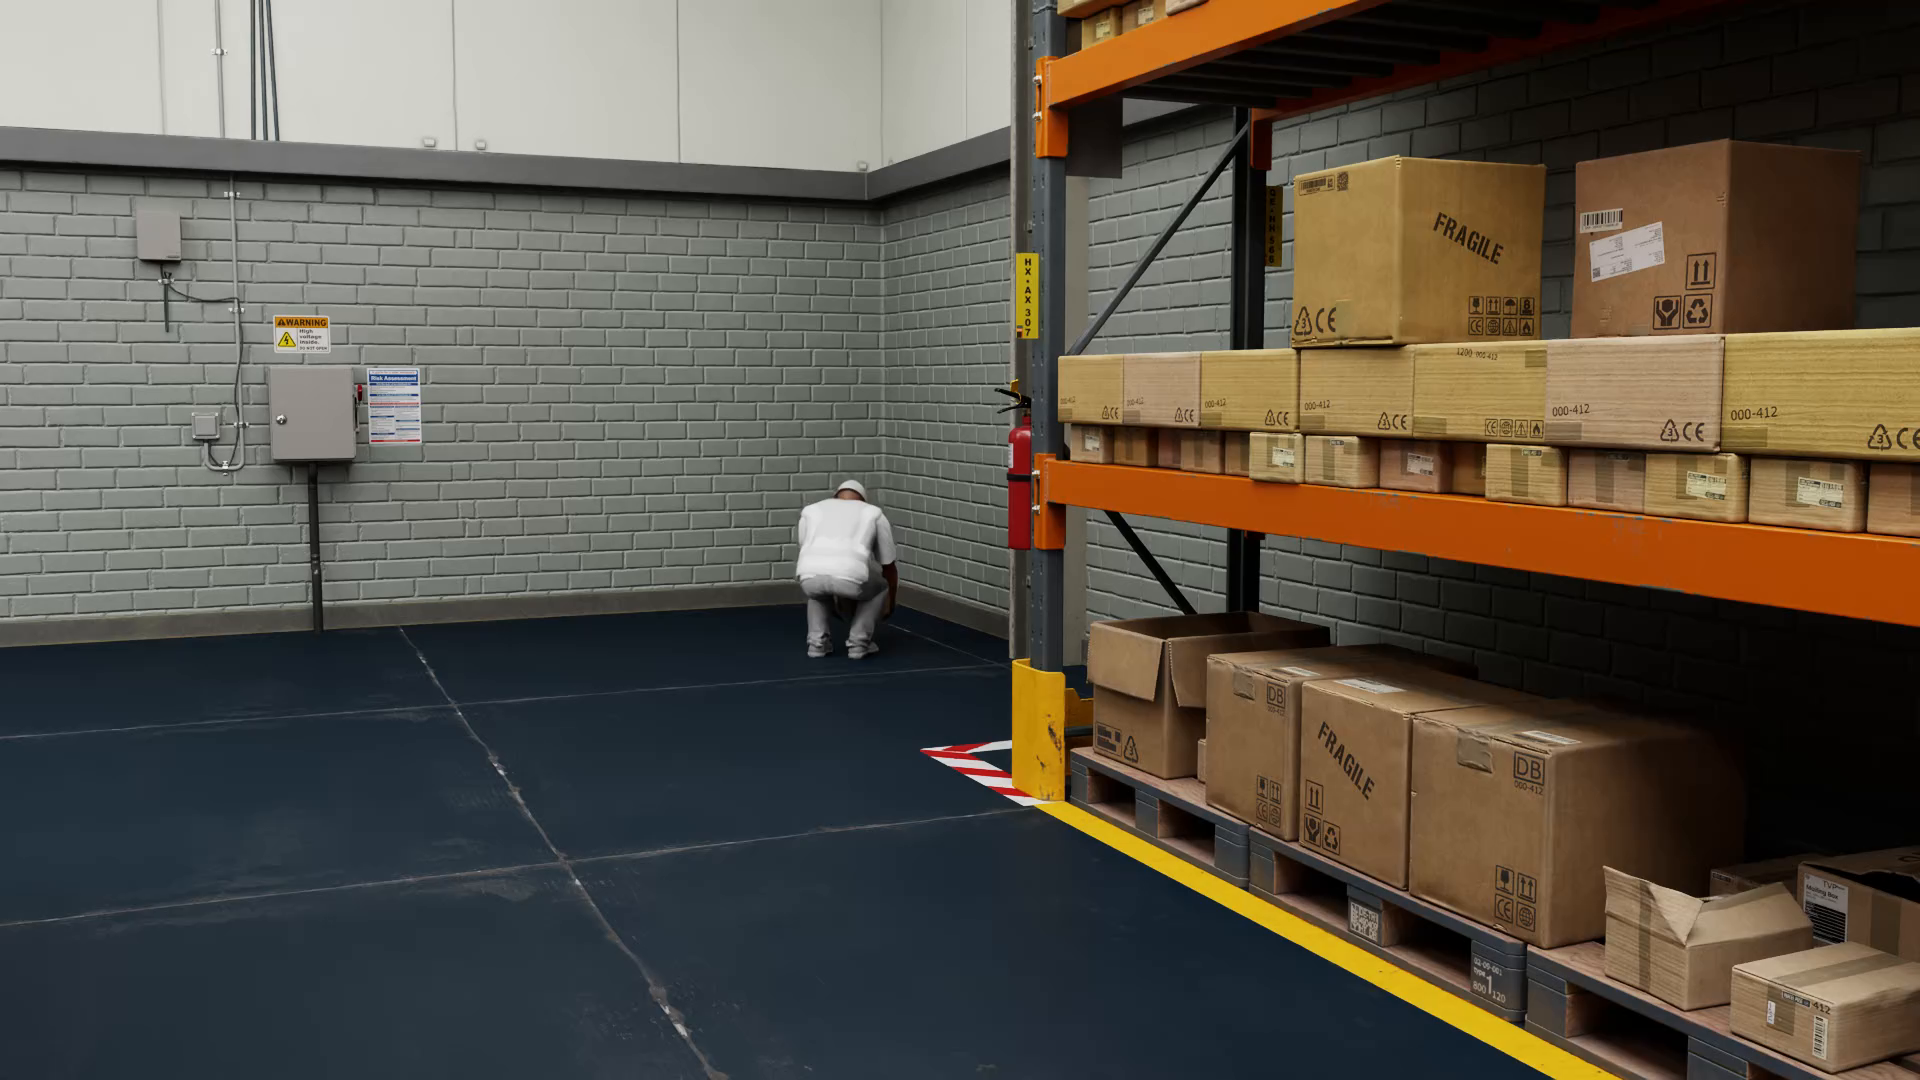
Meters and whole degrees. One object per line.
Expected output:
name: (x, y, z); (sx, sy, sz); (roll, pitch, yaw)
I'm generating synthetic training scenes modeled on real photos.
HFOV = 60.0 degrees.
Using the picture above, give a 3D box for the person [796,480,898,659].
person: (-0.707, 0.166, 9.905); (0.574, 1.019, 0.909); (1, 6, 15)
